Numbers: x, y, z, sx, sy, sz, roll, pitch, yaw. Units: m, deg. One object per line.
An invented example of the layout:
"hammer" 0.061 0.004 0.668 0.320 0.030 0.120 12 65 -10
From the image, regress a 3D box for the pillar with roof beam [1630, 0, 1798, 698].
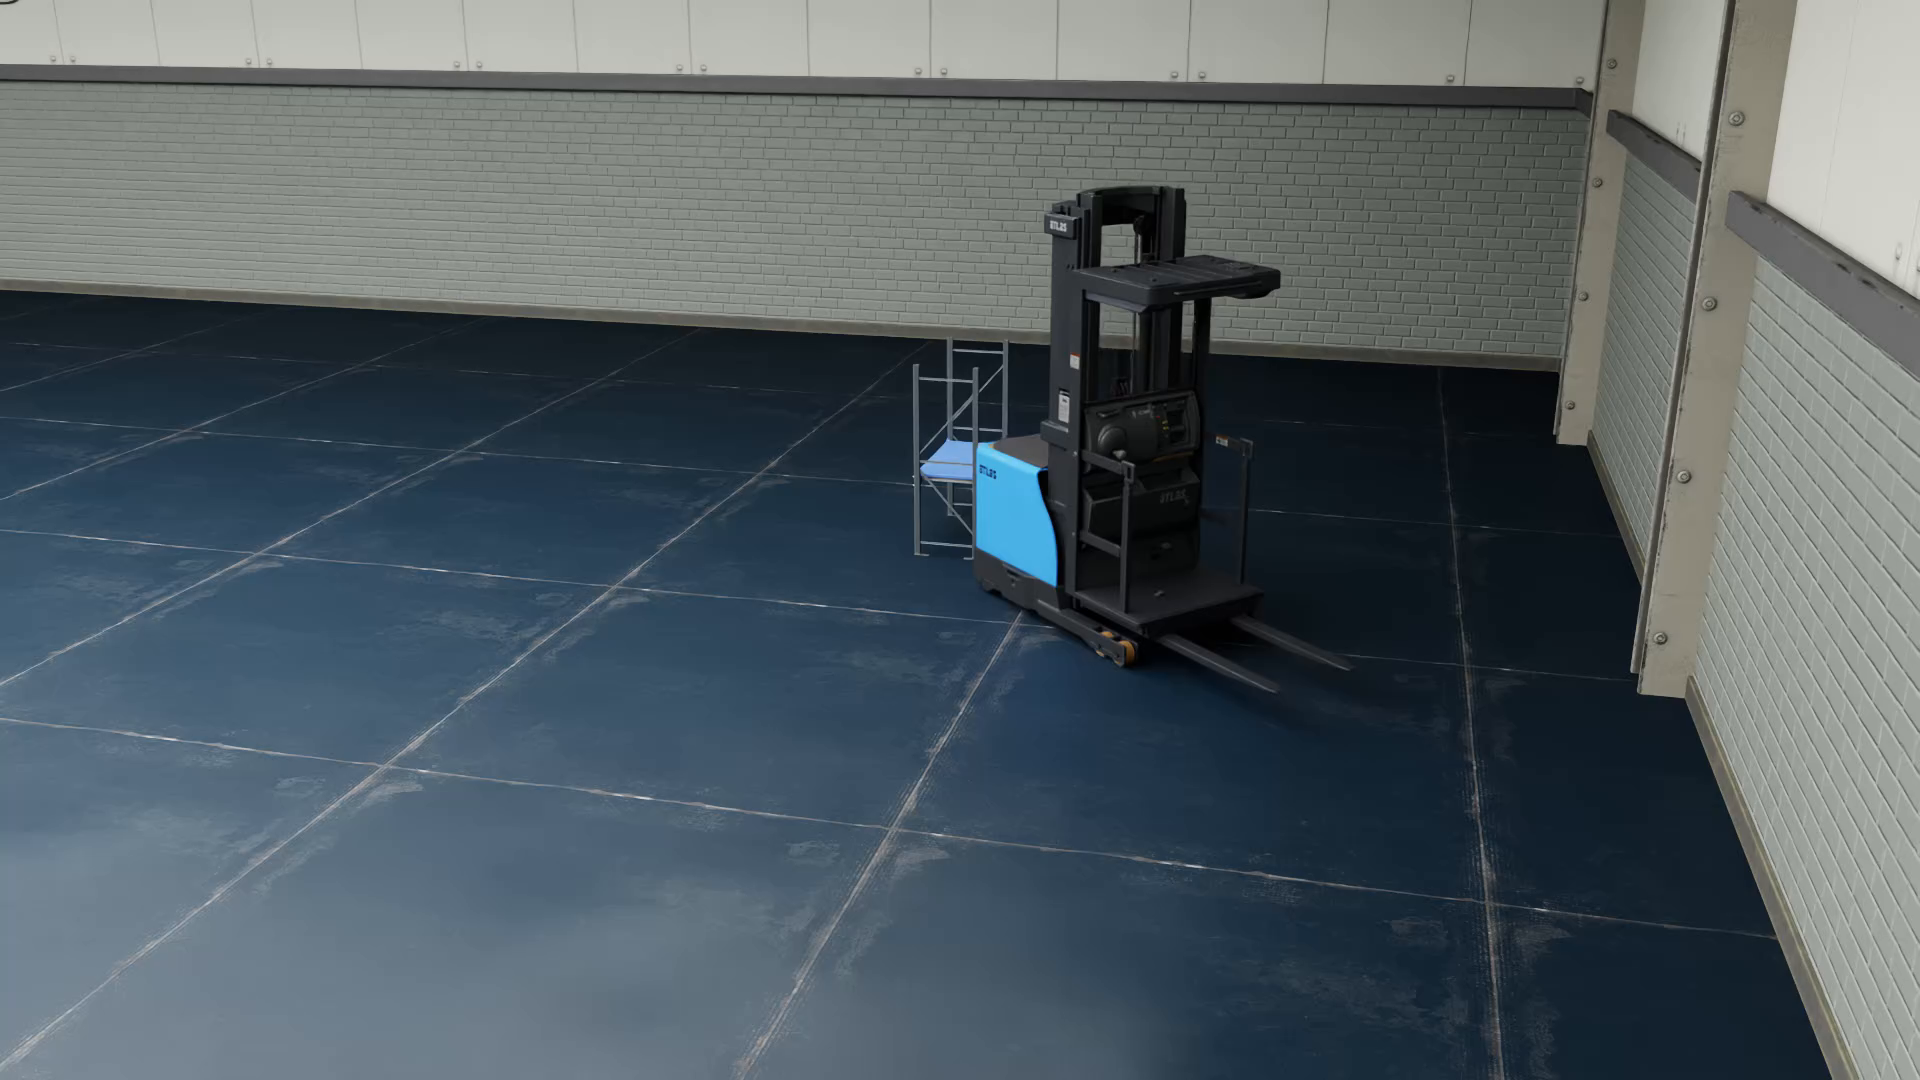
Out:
"pillar with roof beam" 0.256 -3.689 10.066 9.100 9.000 0.400 5 19 13

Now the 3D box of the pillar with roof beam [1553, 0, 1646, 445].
"pillar with roof beam" 1.722 -5.570 15.572 9.100 9.000 0.400 5 19 13

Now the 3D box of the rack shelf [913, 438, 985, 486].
"rack shelf" 0.021 -0.566 13.082 0.538 0.185 1.000 5 19 13

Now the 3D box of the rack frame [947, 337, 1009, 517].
"rack frame" 0.145 -0.896 13.490 0.500 1.500 0.032 5 19 13

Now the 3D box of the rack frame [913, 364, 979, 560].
"rack frame" -0.103 -0.577 12.557 0.500 1.500 0.032 5 19 13

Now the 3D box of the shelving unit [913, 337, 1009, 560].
"shelving unit" 0.021 -0.736 13.023 0.538 1.500 1.048 5 19 13

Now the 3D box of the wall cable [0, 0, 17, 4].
"wall cable" -13.445 -9.391 21.498 2.305 6.003 0.169 5 19 13

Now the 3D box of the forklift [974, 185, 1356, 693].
"forklift" 1.326 -0.742 10.824 1.130 2.935 3.031 -12 22 -31
